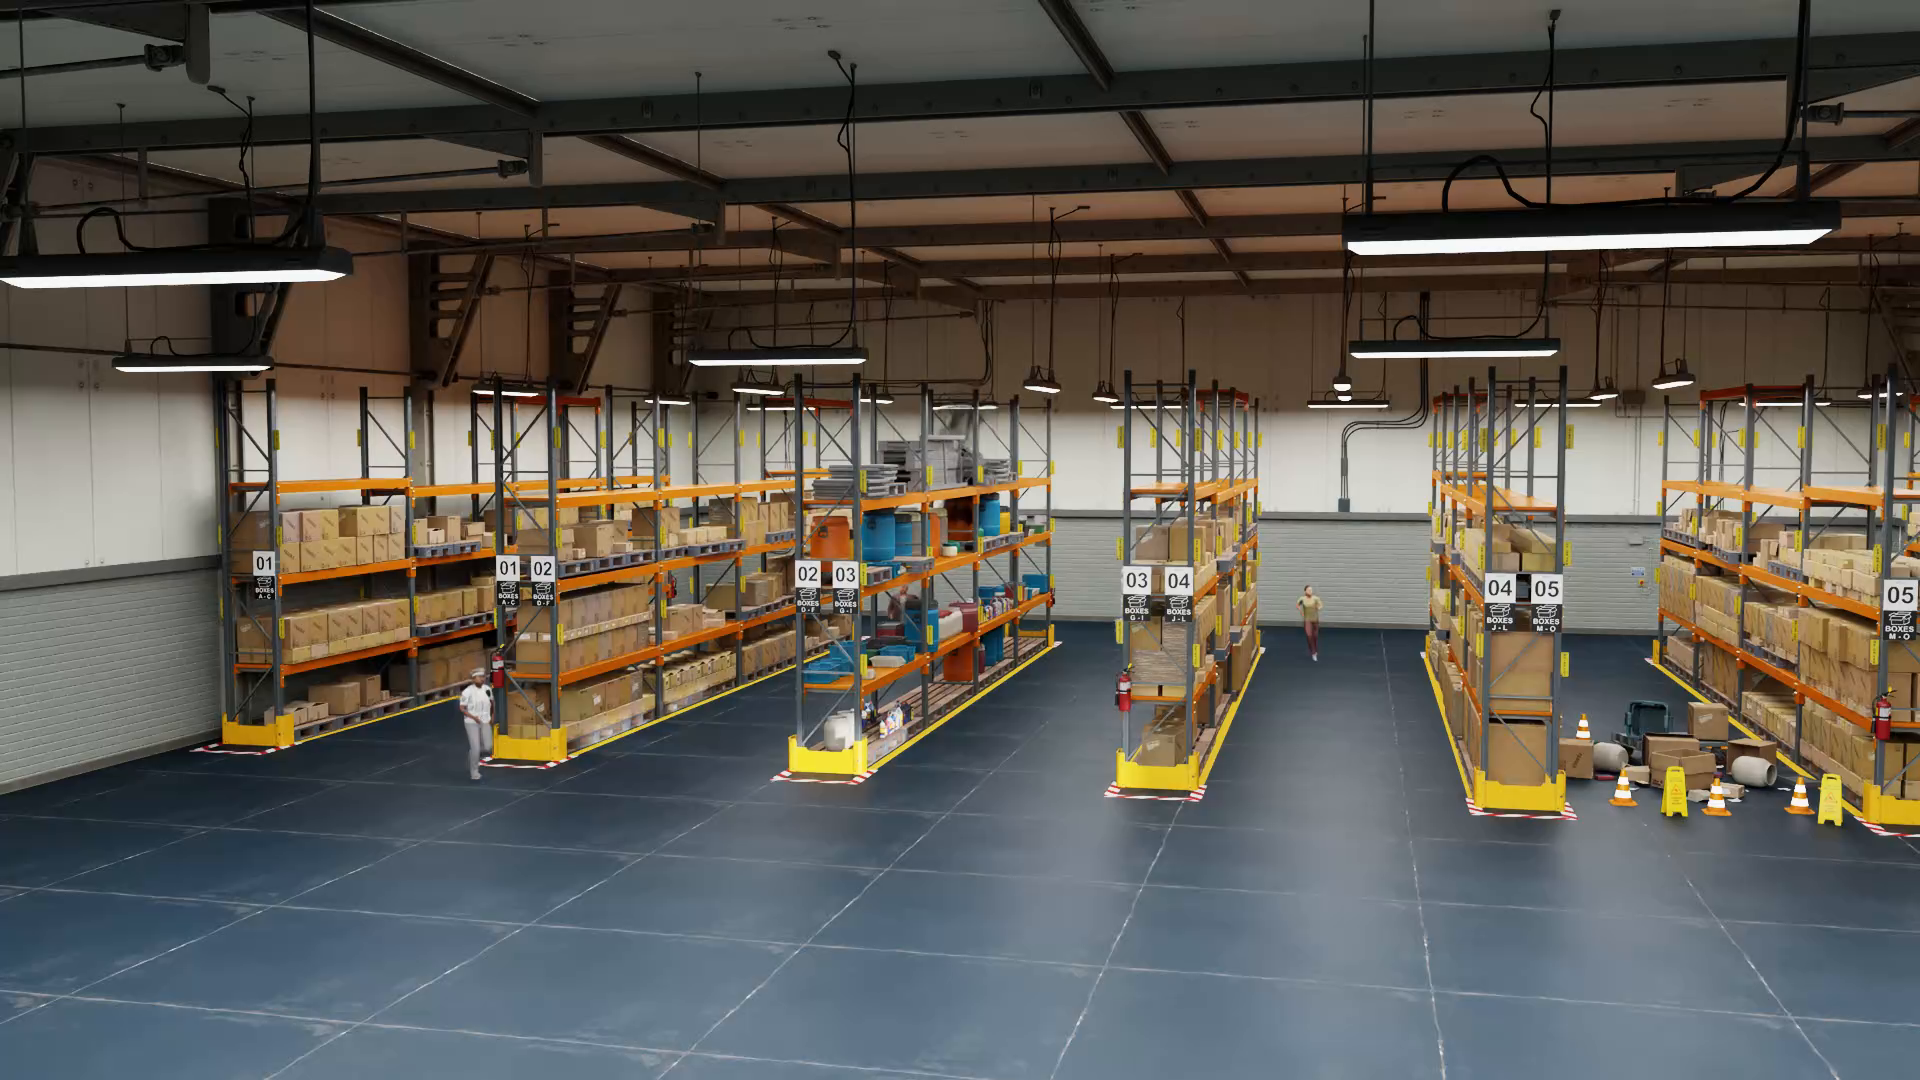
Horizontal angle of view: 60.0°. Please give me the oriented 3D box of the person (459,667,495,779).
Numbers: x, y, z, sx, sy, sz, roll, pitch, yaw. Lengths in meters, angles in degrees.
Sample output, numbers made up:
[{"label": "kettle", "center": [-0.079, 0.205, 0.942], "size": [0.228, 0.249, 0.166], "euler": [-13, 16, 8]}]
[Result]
[{"label": "person", "center": [-7.142, 2.707, 24.702], "size": [0.614, 1.655, 0.603], "euler": [-3, 5, -43]}]

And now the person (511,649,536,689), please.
[{"label": "person", "center": [-7.594, 2.447, 29.104], "size": [0.542, 1.636, 0.671], "euler": [1, 3, 11]}]

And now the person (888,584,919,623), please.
[{"label": "person", "center": [-1.169, 1.769, 34.558], "size": [0.710, 1.793, 0.858], "euler": [1, 3, 9]}]

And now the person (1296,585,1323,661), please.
[{"label": "person", "center": [8.028, 1.881, 38.135], "size": [0.582, 1.713, 0.806], "euler": [0, 3, 2]}]
